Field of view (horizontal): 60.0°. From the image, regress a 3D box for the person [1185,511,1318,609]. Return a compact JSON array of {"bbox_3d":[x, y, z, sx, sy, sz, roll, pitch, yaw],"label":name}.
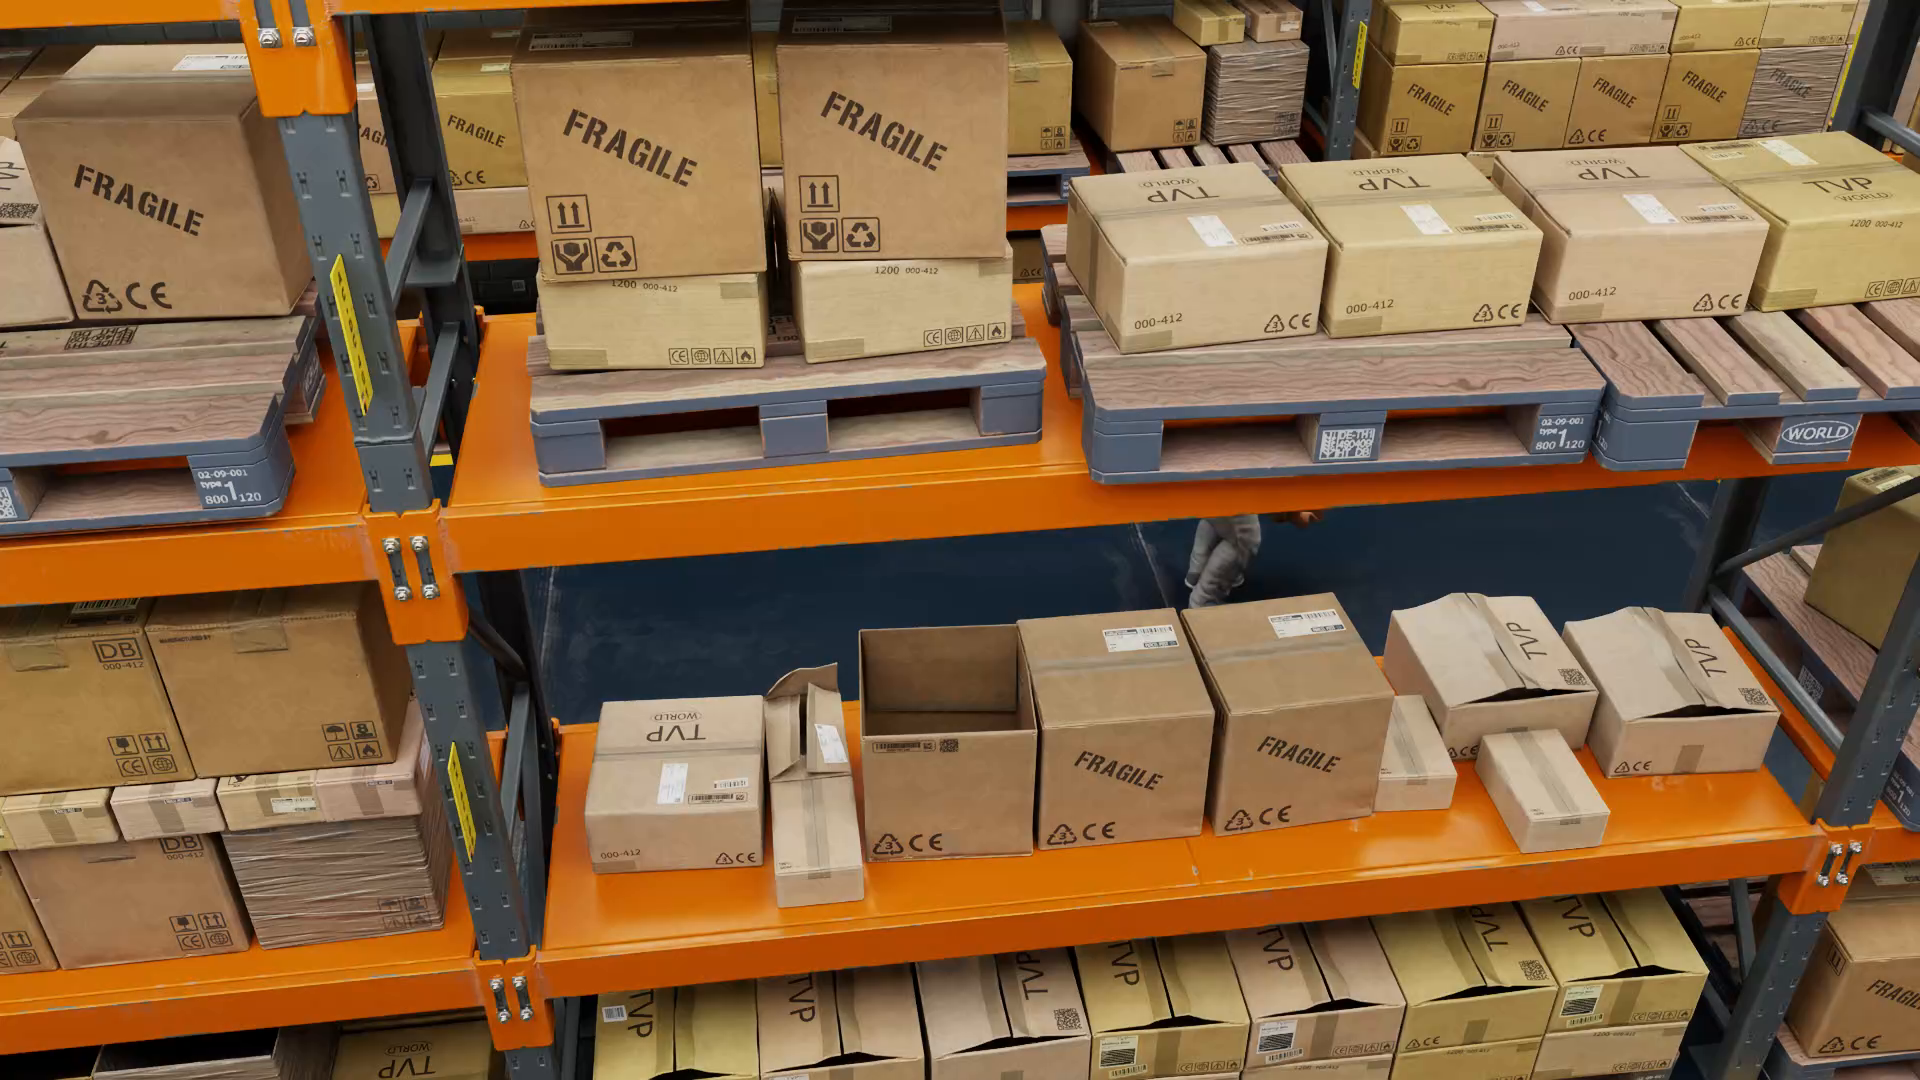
[{"bbox_3d":[1.392,-0.262,7.820,0.872,1.325,0.465,-5,35,-8],"label":"person"}]
